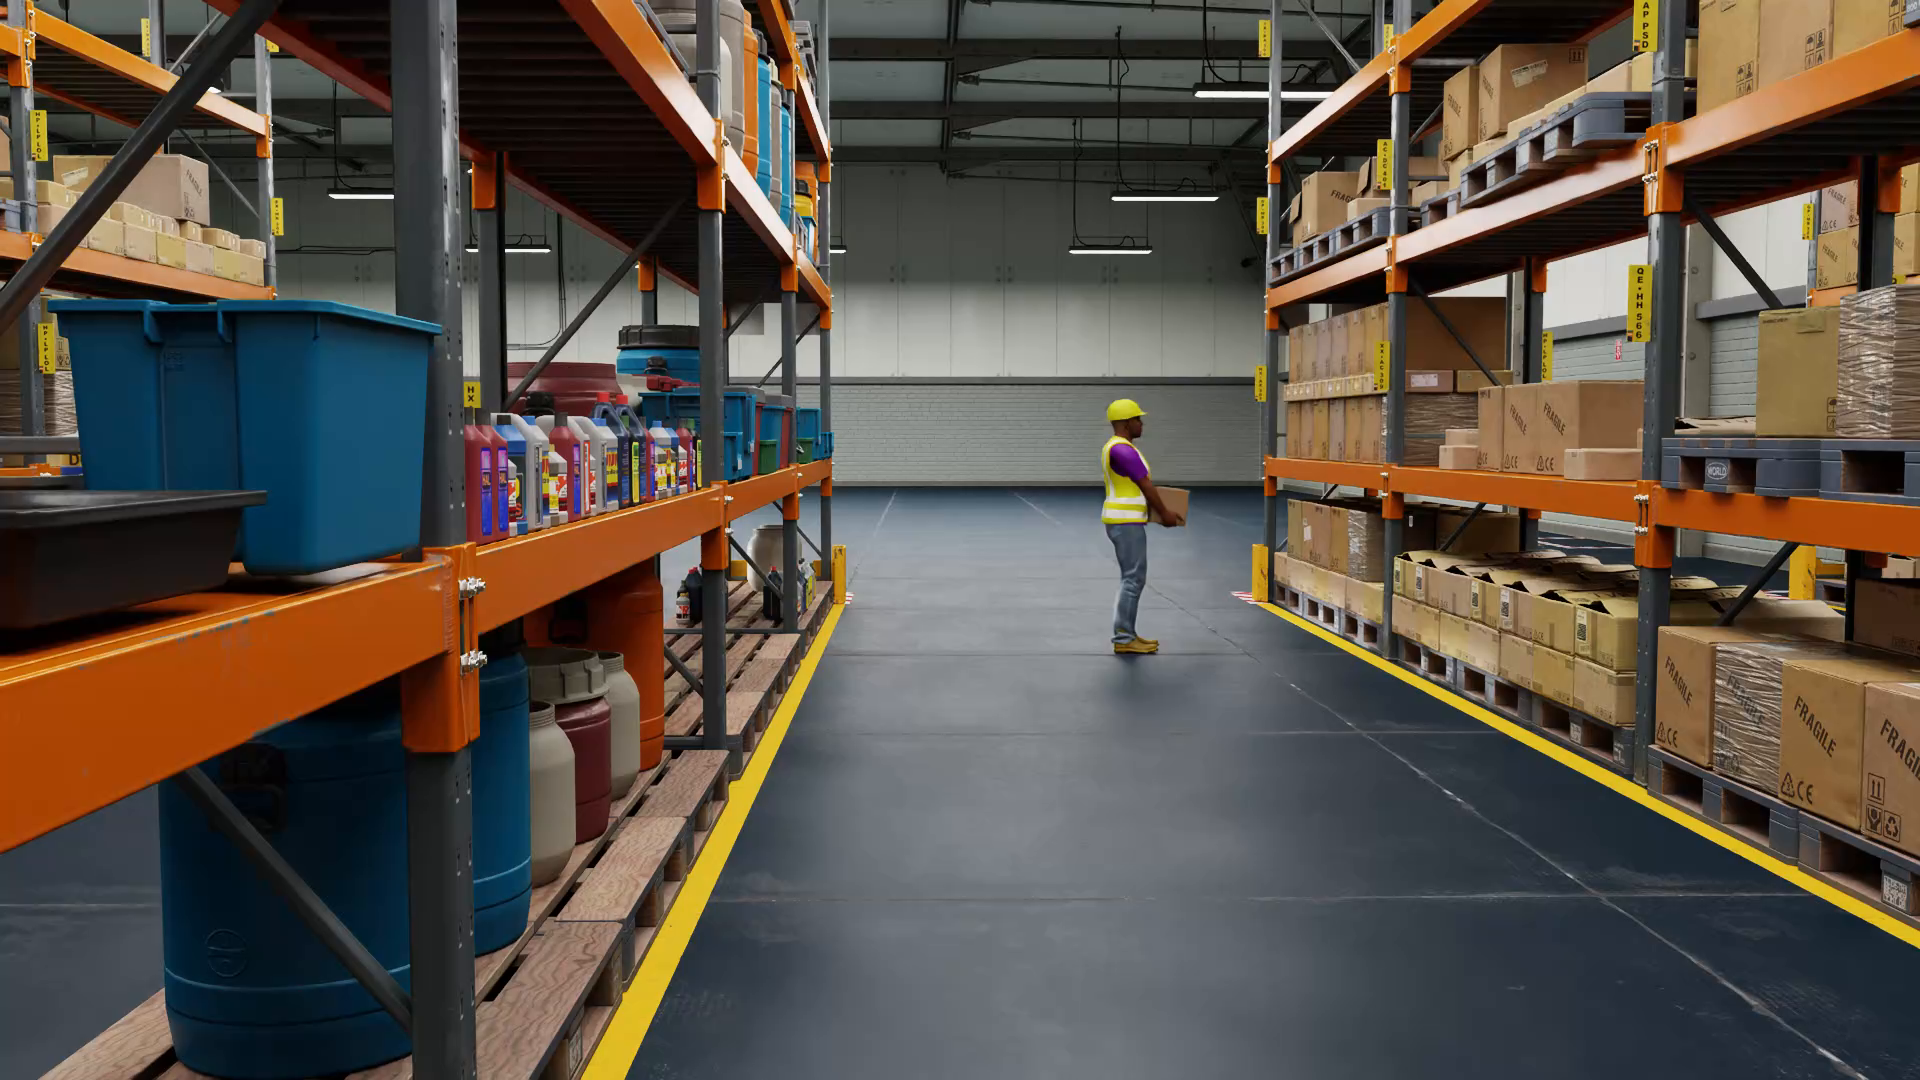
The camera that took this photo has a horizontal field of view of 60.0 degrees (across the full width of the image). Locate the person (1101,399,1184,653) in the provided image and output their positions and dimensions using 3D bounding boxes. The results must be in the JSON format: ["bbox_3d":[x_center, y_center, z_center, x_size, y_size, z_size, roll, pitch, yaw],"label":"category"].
[{"bbox_3d":[1.273,-0.104,11.669,0.559,1.763,0.505,0,4,-1],"label":"person"}]
